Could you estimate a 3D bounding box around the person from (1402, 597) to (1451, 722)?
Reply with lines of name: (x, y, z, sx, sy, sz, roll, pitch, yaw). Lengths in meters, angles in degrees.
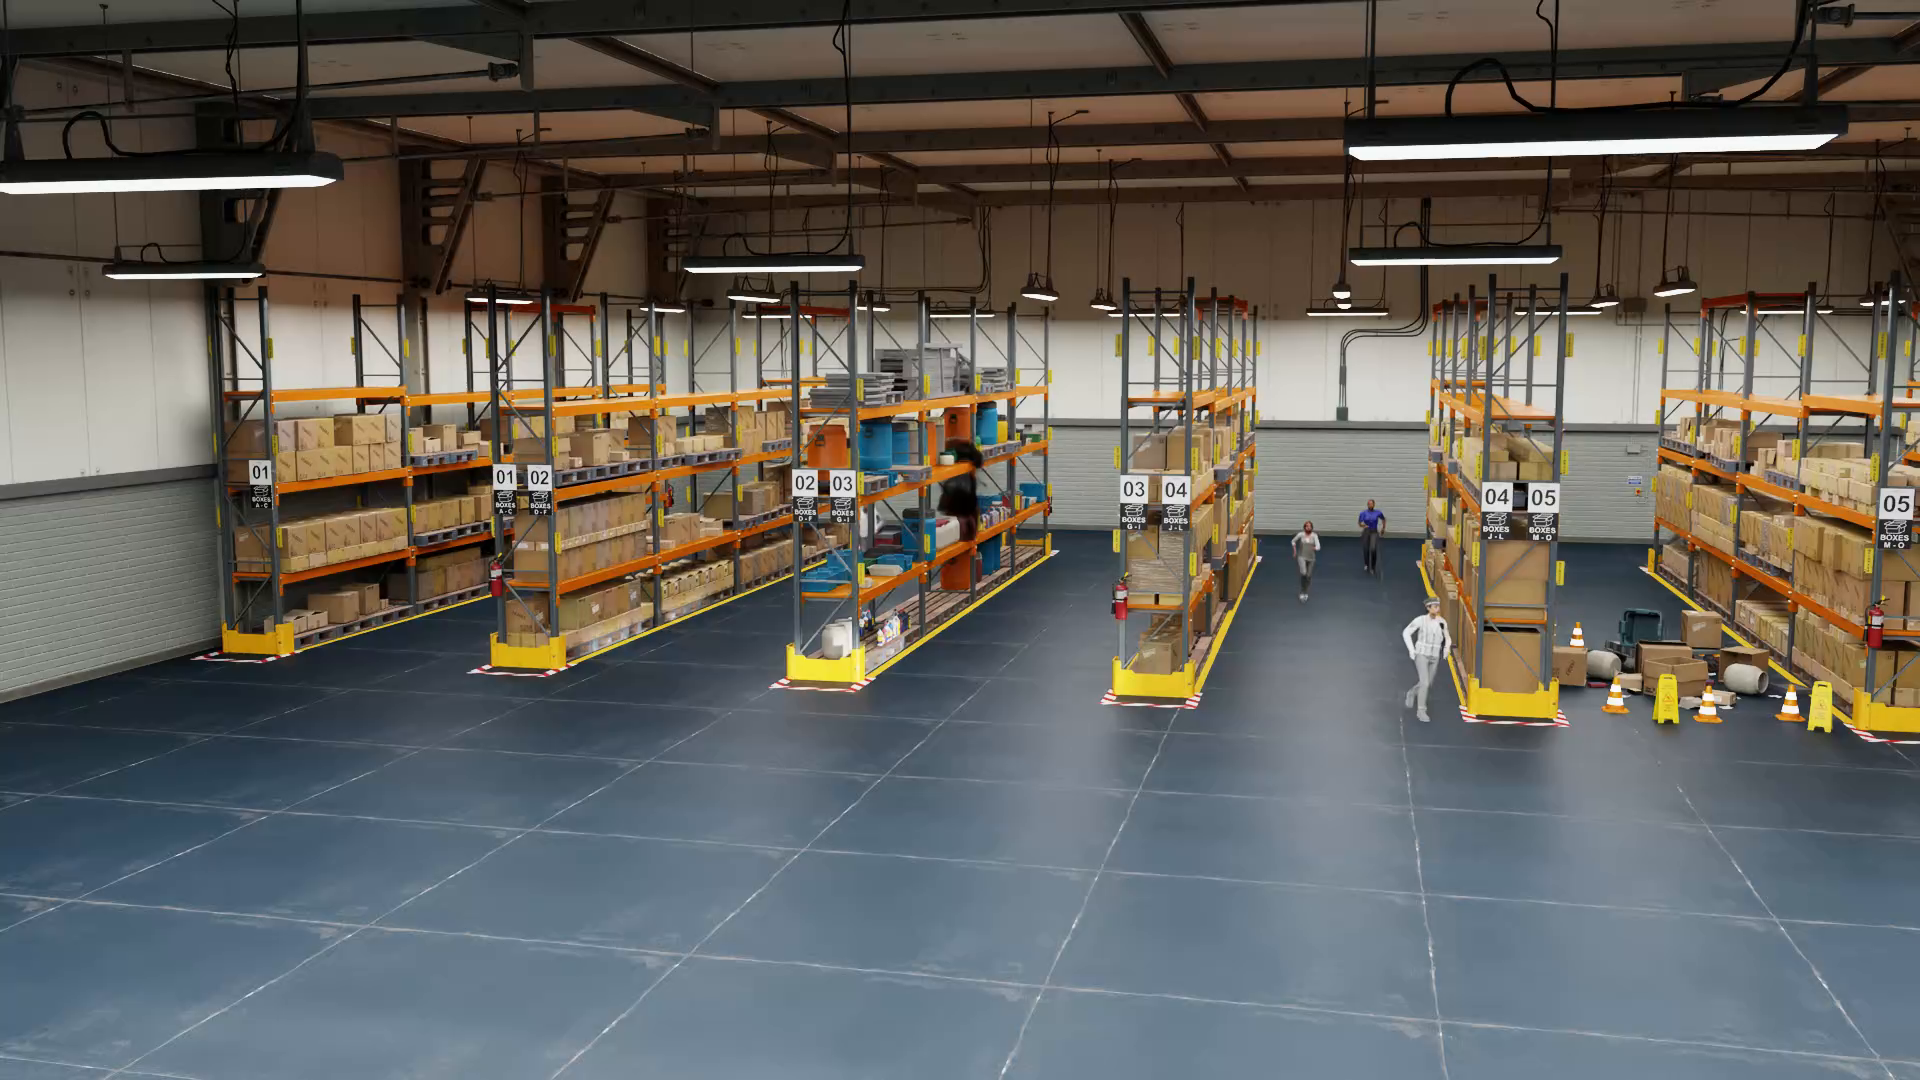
person: (6.374, 1.594, 22.678, 0.657, 1.674, 0.671, -1, 7, -11)

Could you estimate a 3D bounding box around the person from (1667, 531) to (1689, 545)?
person: (16.698, -0.232, 38.468, 0.680, 1.711, 0.703, -6, 9, -42)

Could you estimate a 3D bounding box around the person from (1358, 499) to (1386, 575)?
person: (9.174, -0.045, 37.120, 0.592, 1.714, 0.751, 2, 7, 17)

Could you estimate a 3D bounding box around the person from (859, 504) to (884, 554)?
person: (-2.030, -0.157, 36.847, 0.661, 1.612, 0.889, 0, 7, 3)

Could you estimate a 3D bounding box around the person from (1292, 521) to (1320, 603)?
person: (6.869, 0.421, 32.979, 0.515, 1.621, 0.663, 0, 7, 1)
